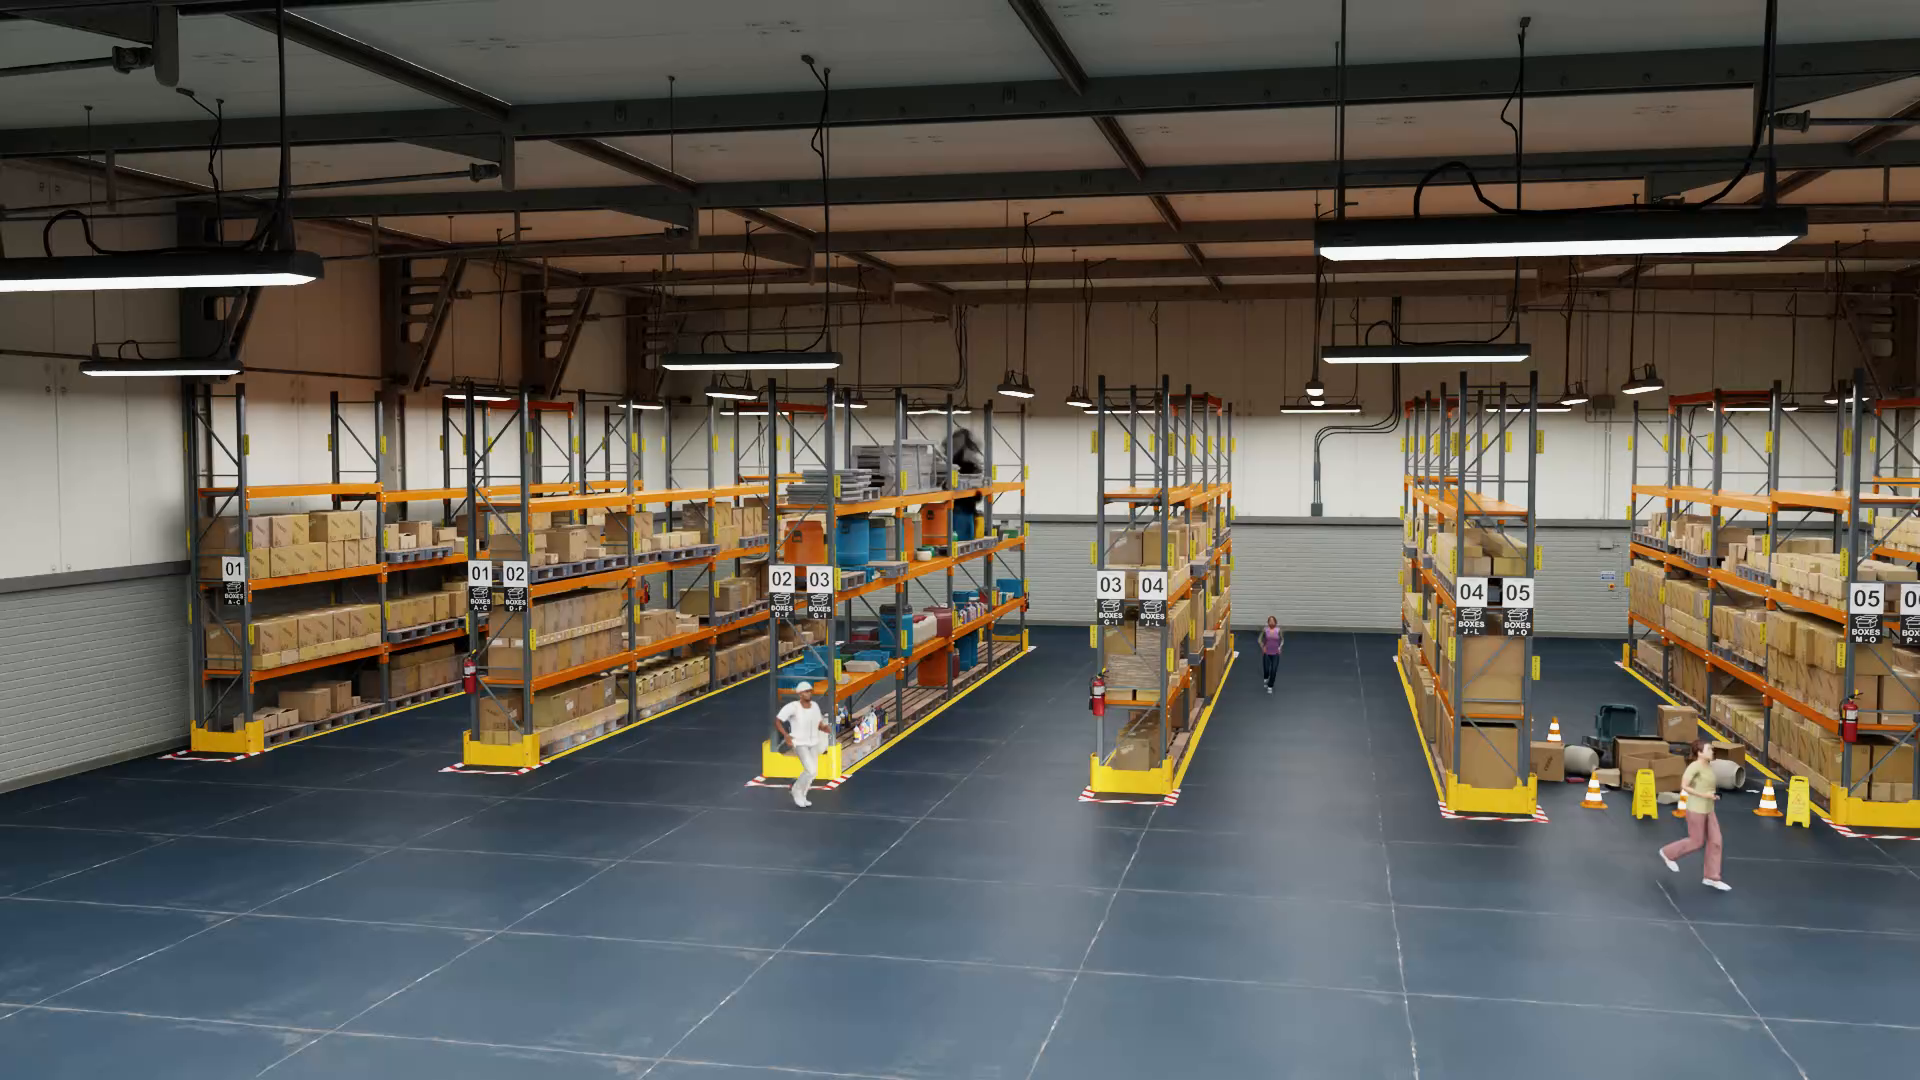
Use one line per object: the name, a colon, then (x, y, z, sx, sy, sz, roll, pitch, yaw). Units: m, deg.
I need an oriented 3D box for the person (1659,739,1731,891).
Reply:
person: (8.367, 3.094, 18.921, 0.570, 1.673, 0.837, -3, 4, -41)

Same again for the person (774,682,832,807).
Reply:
person: (-2.108, 2.823, 22.907, 0.597, 1.730, 0.701, 3, 5, 44)

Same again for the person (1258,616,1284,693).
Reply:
person: (6.285, 2.305, 33.581, 0.523, 1.554, 0.531, 0, 3, 6)
